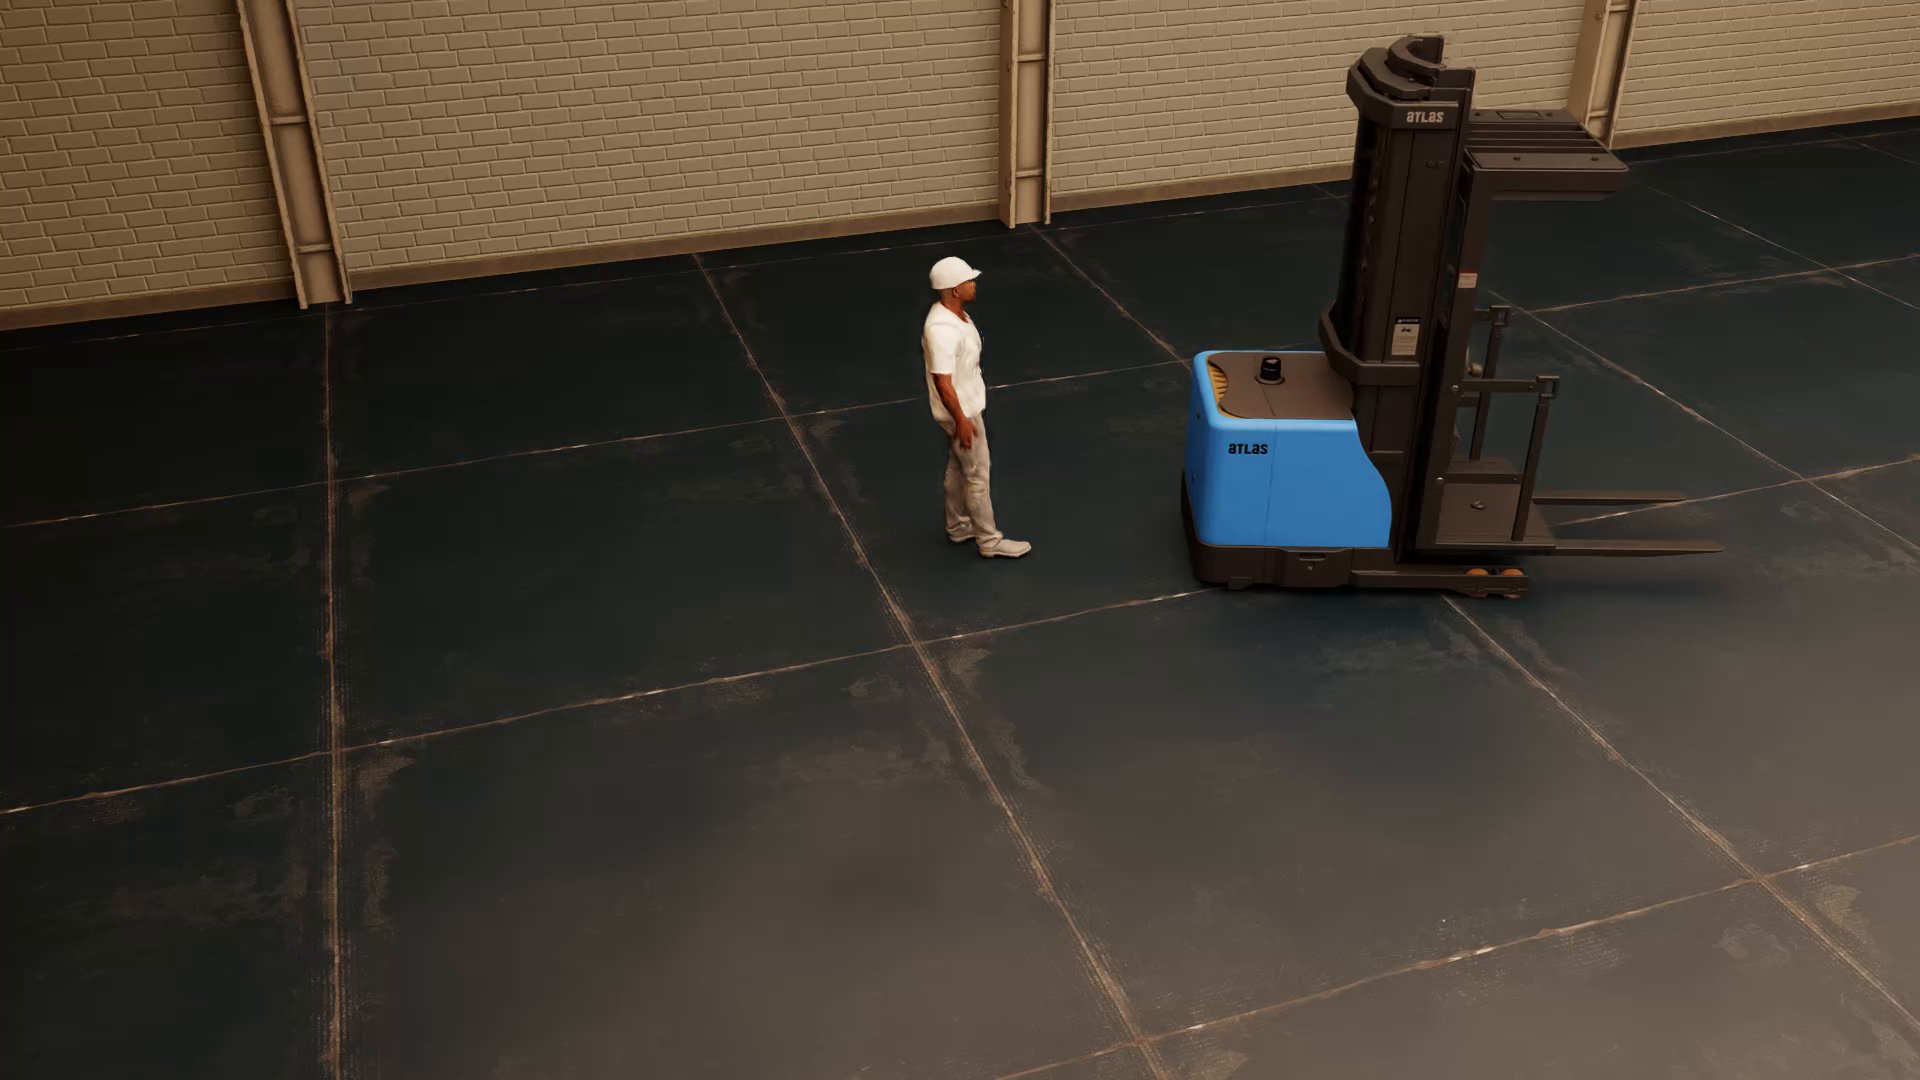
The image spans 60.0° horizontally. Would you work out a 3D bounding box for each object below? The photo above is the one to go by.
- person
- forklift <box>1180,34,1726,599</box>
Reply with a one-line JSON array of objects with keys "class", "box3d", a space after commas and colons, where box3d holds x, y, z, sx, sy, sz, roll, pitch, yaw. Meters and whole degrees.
[{"class": "person", "box3d": [0.108, -0.769, 9.583, 0.638, 1.768, 0.661, 1, 30, 2]}, {"class": "forklift", "box3d": [2.865, -1.208, 9.186, 3.031, 2.935, 1.130, 1, 30, 1]}]
